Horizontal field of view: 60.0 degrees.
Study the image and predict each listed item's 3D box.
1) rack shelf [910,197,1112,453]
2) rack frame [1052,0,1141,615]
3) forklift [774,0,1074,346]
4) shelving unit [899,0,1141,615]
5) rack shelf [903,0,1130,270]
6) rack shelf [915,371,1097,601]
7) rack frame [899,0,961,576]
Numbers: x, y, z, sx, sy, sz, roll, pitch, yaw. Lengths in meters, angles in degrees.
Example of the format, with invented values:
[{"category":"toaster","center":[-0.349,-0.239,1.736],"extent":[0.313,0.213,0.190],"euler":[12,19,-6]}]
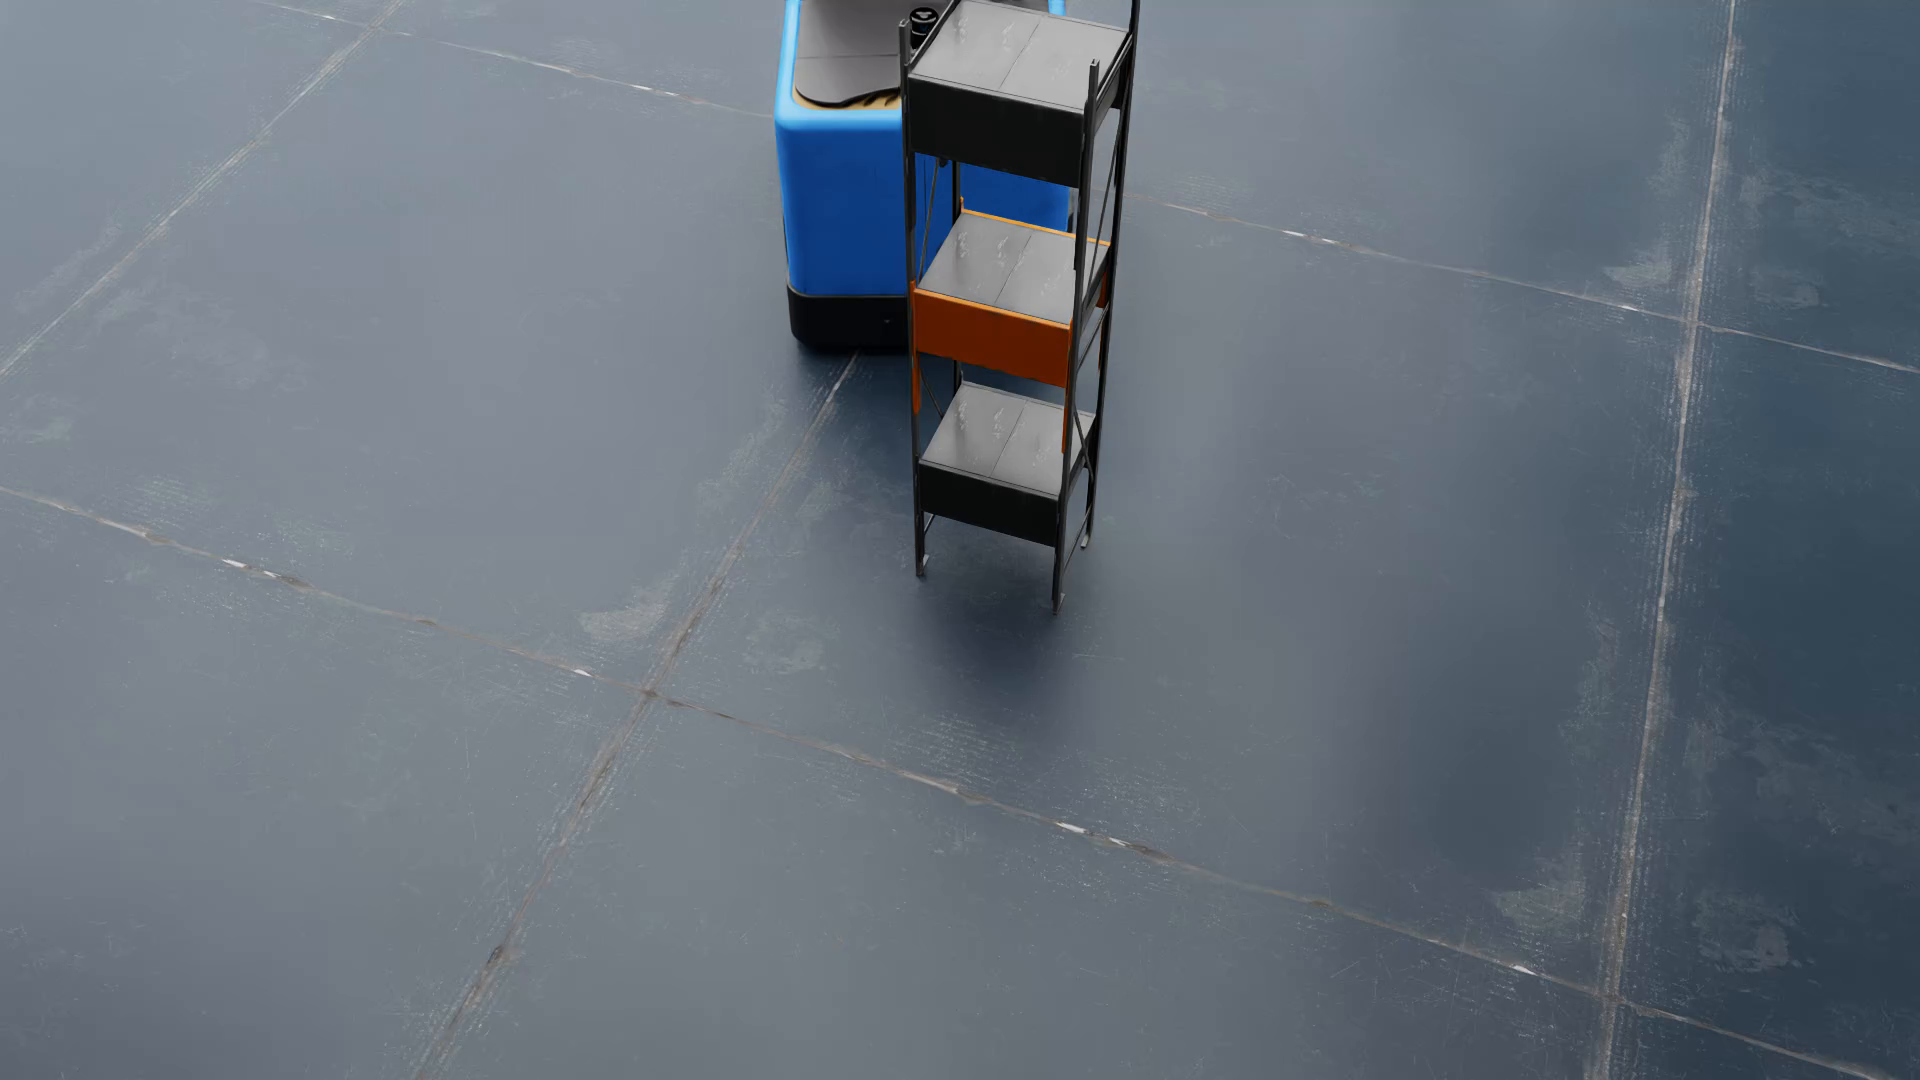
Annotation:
[{"category":"rack shelf","center":[0.155,-0.635,4.929],"extent":[0.480,0.518,0.431],"euler":[16,51,13]},{"category":"rack frame","center":[0.384,-0.580,4.864],"extent":[0.015,2.100,0.400],"euler":[16,51,13]},{"category":"forklift","center":[-0.133,-2.794,6.232],"extent":[1.130,2.935,3.031],"euler":[0,49,0]},{"category":"shelving unit","center":[0.155,-0.644,4.919],"extent":[0.503,2.100,0.431],"euler":[16,51,13]},{"category":"rack shelf","center":[0.155,-1.094,4.400],"extent":[0.480,0.518,0.431],"euler":[16,51,13]},{"category":"rack shelf","center":[0.155,-0.177,5.458],"extent":[0.480,0.518,0.431],"euler":[16,51,13]},{"category":"rack frame","center":[-0.074,-0.708,4.974],"extent":[0.015,2.100,0.400],"euler":[16,51,13]}]
